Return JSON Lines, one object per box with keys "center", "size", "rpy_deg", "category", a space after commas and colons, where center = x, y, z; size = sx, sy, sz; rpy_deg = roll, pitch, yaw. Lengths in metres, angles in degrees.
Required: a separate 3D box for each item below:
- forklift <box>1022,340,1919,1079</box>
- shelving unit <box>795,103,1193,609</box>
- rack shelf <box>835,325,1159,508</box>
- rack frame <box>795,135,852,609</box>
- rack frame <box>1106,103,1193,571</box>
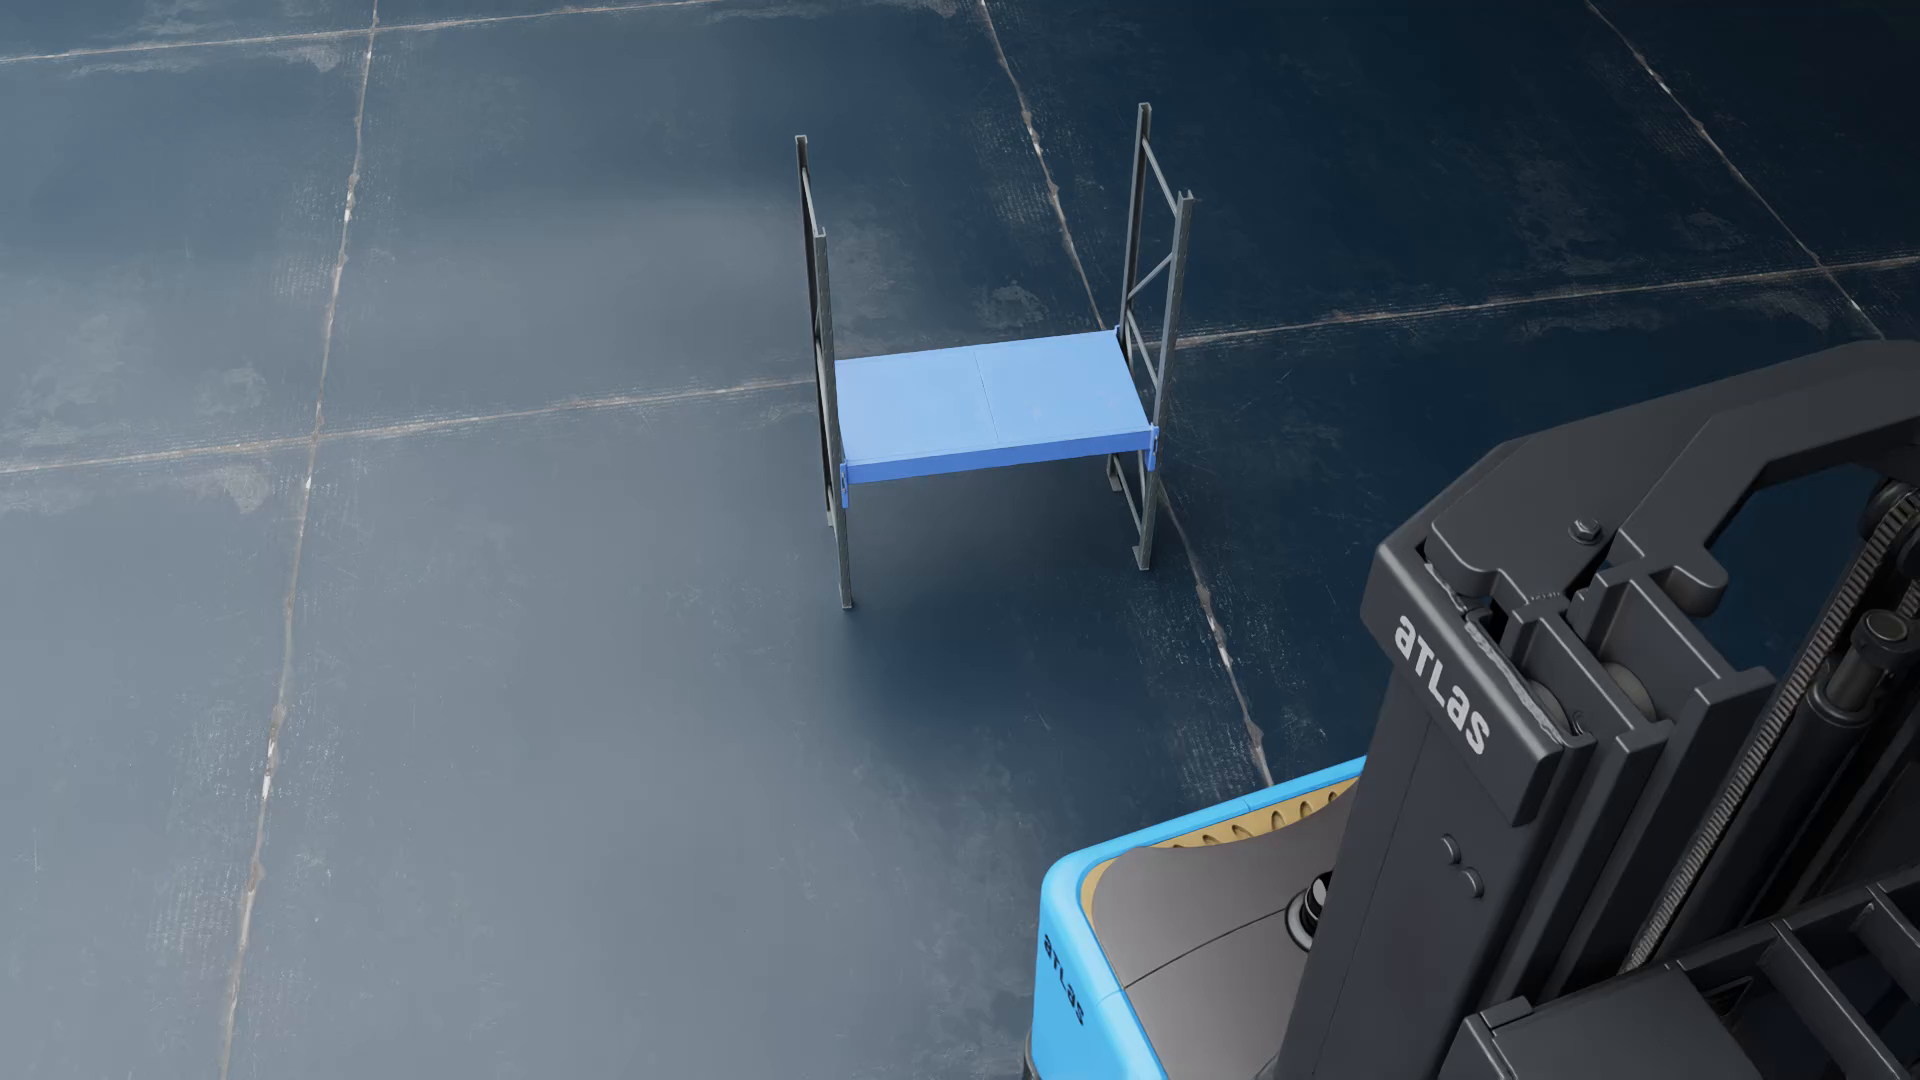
{"center": [1.159, 1.295, 2.467], "size": [1.130, 2.935, 3.031], "rpy_deg": [-15, 48, -14], "category": "forklift"}
{"center": [0.084, -0.531, 5.220], "size": [1.048, 1.500, 0.538], "rpy_deg": [-7, 46, -7], "category": "shelving unit"}
{"center": [0.084, -0.406, 5.350], "size": [1.000, 0.185, 0.538], "rpy_deg": [-7, 46, -7], "category": "rack shelf"}
{"center": [-0.417, -0.468, 5.160], "size": [0.032, 1.500, 0.500], "rpy_deg": [-7, 46, -7], "category": "rack frame"}
{"center": [0.585, -0.593, 5.280], "size": [0.032, 1.500, 0.500], "rpy_deg": [-7, 46, -7], "category": "rack frame"}
